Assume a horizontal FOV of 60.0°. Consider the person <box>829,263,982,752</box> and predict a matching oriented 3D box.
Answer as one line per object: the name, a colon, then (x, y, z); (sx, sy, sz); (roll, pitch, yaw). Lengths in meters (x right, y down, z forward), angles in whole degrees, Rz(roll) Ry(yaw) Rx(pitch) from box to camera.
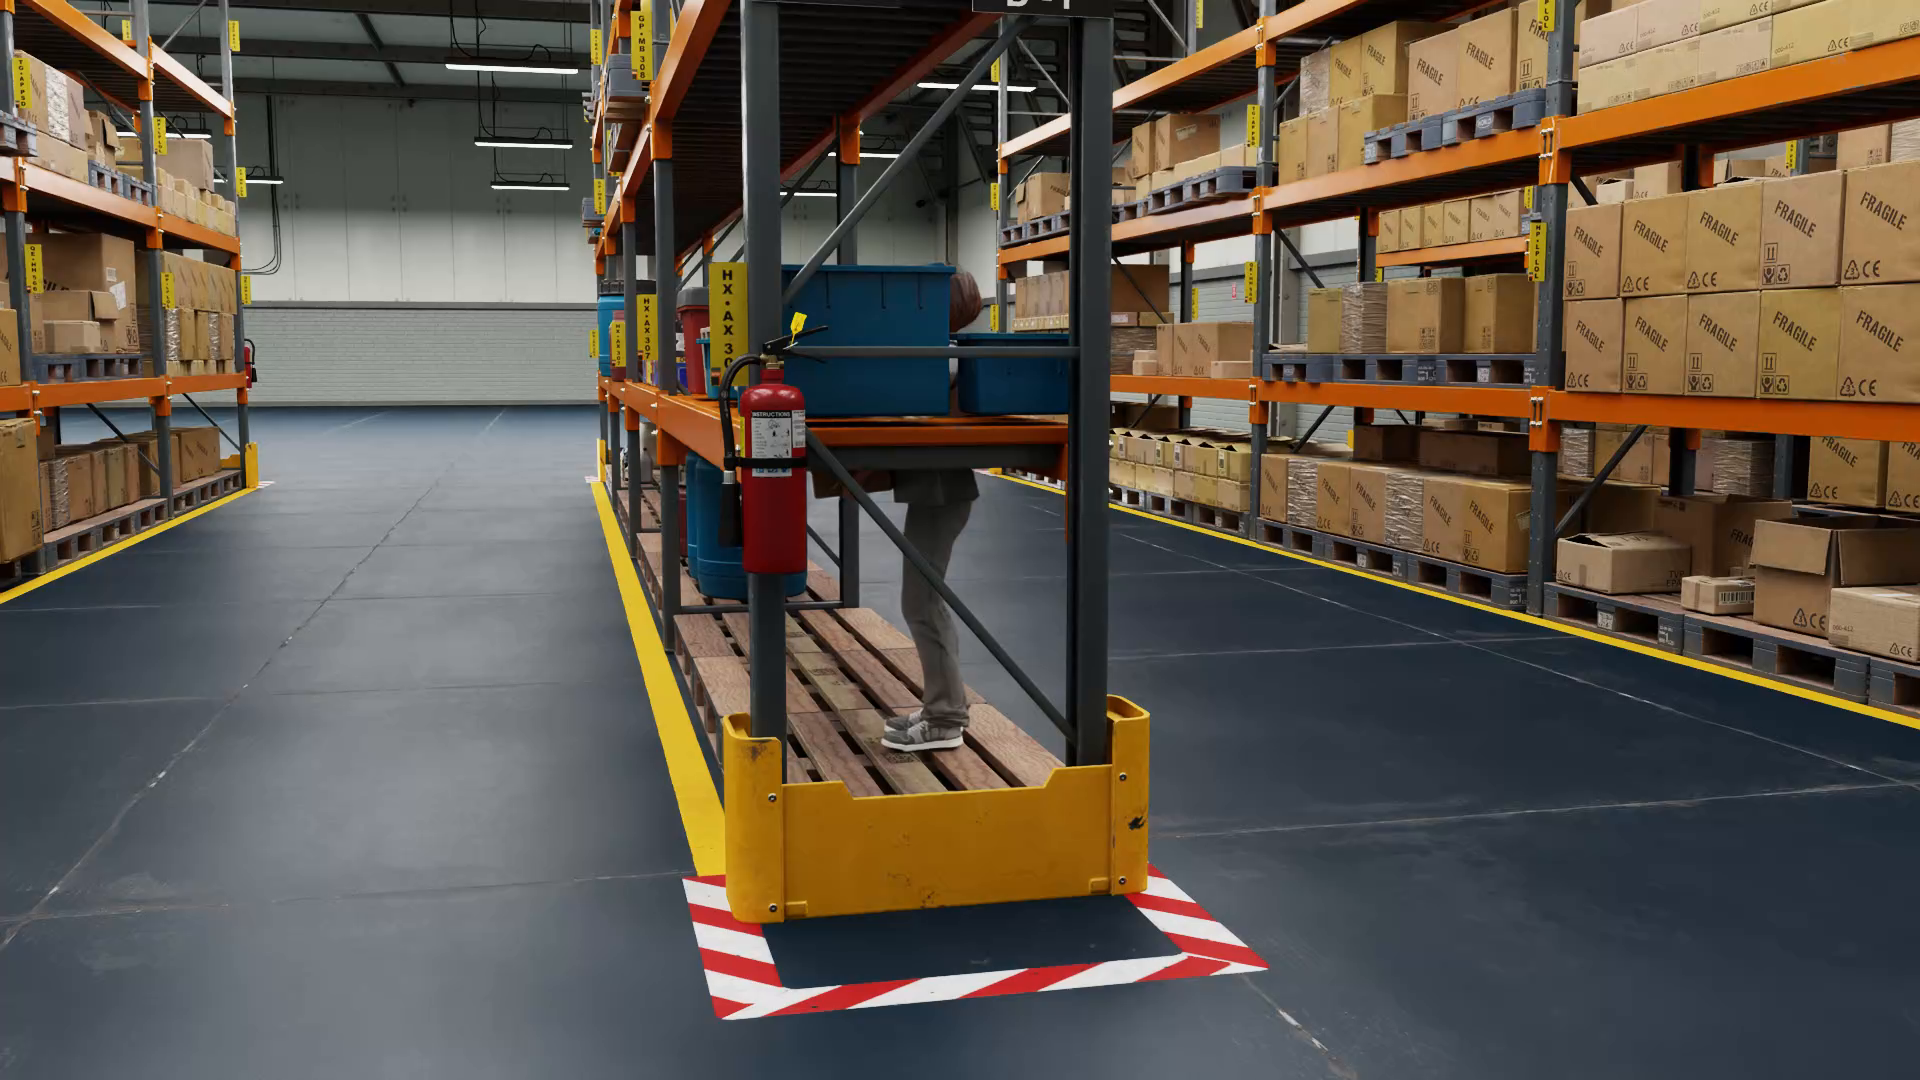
person: (-0.177, -0.108, 5.484); (0.492, 1.589, 0.405); (0, 6, -1)
